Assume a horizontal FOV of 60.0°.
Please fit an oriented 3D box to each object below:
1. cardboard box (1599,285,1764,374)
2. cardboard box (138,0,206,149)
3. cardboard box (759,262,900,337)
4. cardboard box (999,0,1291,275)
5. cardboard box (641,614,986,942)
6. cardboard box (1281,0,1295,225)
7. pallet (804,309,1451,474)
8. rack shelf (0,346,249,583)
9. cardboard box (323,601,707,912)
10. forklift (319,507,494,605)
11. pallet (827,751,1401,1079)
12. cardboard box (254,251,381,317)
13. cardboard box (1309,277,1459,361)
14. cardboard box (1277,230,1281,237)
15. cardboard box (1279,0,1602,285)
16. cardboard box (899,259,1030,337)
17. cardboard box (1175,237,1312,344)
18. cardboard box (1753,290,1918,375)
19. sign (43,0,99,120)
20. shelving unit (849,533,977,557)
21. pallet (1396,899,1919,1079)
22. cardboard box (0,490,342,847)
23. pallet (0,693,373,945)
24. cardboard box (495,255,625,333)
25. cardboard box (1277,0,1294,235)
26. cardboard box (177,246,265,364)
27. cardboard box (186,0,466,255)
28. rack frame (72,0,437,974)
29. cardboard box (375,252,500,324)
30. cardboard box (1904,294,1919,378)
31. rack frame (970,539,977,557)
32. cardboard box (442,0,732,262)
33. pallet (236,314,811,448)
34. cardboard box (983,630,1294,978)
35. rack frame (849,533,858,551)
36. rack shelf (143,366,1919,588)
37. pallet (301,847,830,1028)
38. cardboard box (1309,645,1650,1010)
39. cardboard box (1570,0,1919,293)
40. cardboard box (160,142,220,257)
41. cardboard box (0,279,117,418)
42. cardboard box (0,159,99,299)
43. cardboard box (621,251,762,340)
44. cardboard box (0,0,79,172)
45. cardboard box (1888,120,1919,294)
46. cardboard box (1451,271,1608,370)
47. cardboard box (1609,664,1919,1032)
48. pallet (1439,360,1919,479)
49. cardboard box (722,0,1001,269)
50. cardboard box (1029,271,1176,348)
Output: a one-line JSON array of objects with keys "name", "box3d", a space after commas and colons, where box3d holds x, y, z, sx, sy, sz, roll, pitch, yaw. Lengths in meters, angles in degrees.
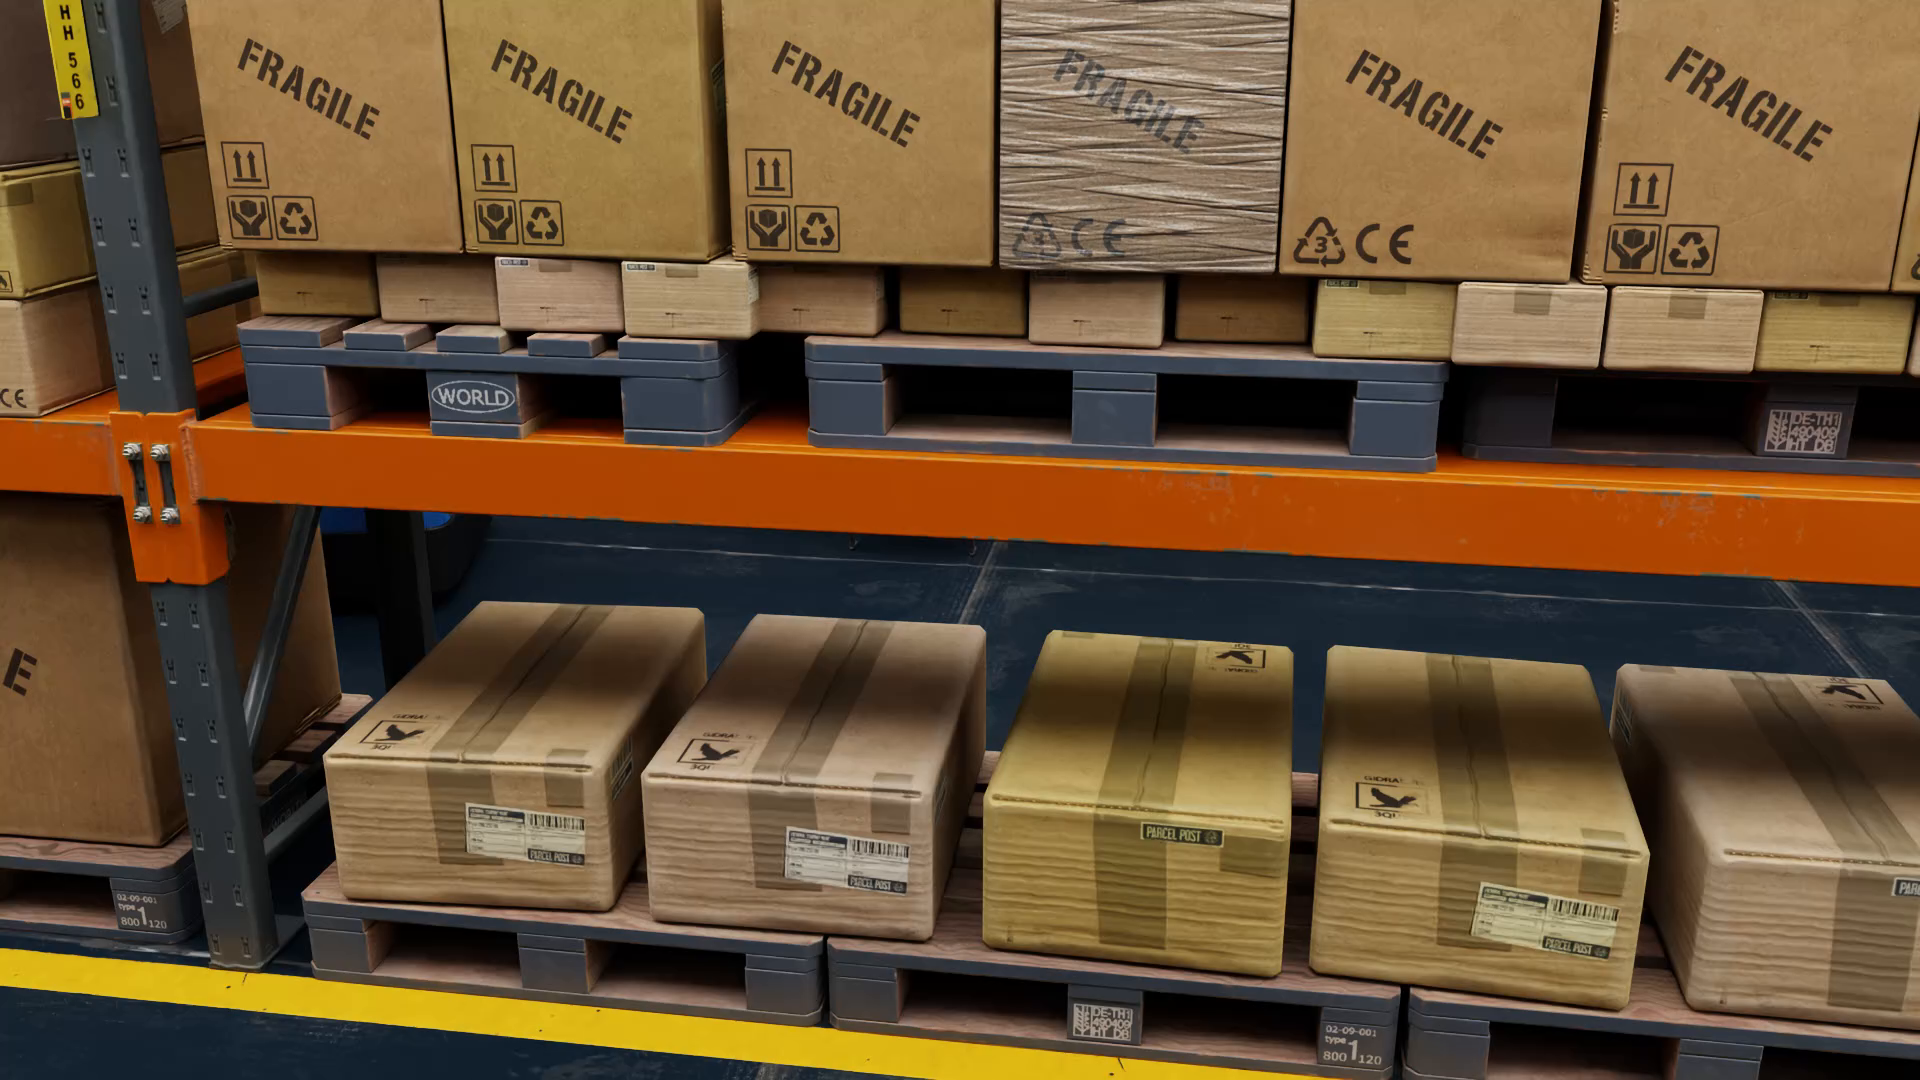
[{"name": "cardboard box", "box3d": [1.288, -0.424, 3.076, 0.250, 0.149, 0.380, 3, 19, 8]}, {"name": "cardboard box", "box3d": [-2.040, -1.208, 3.952, 0.500, 0.500, 0.500, 2, 19, 7]}, {"name": "cardboard box", "box3d": [-0.245, -0.529, 3.392, 0.250, 0.149, 0.380, 4, 19, 12]}, {"name": "cardboard box", "box3d": [0.350, -0.801, 3.182, 0.500, 0.500, 0.500, 2, 19, 7]}, {"name": "cardboard box", "box3d": [-0.305, 0.528, 3.976, 0.625, 0.372, 0.950, 3, 19, 8]}, {"name": "cardboard box", "box3d": [0.960, -0.939, 3.593, 0.500, 0.500, 0.500, 3, 19, 8]}, {"name": "pallet", "box3d": [0.370, -0.407, 3.595, 1.213, 0.211, 1.003, 3, 19, 9]}, {"name": "rack shelf", "box3d": [-3.566, -0.344, 4.239, 4.000, 0.370, 1.077, 3, 19, 9]}, {"name": "cardboard box", "box3d": [-1.035, 0.494, 4.080, 0.625, 0.372, 0.950, 2, 19, 5]}, {"name": "forklift", "box3d": [-3.391, -1.245, 5.904, 3.031, 2.935, 1.130, -2, 19, -6]}, {"name": "pallet", "box3d": [0.381, 0.839, 3.962, 1.213, 0.211, 1.003, 3, 19, 9]}, {"name": "cardboard box", "box3d": [-1.300, -0.590, 3.574, 0.250, 0.149, 0.380, 2, 19, 5]}, {"name": "cardboard box", "box3d": [0.801, -0.459, 3.181, 0.250, 0.149, 0.380, 3, 19, 9]}, {"name": "cardboard box", "box3d": [0.834, -0.635, 3.708, 0.250, 0.149, 0.380, 3, 19, 9]}, {"name": "cardboard box", "box3d": [0.867, -0.775, 3.104, 0.500, 0.500, 0.500, 4, 19, 11]}, {"name": "cardboard box", "box3d": [0.040, -0.527, 3.386, 0.250, 0.149, 0.380, 4, 19, 11]}, {"name": "cardboard box", "box3d": [0.557, -0.504, 3.317, 0.250, 0.149, 0.380, 2, 19, 7]}, {"name": "cardboard box", "box3d": [1.549, -0.422, 3.070, 0.250, 0.149, 0.380, 2, 19, 7]}, {"name": "sign", "box3d": [-1.676, -0.960, 3.120, 0.005, 0.325, 0.100, 3, 19, 9]}, {"name": "shelving unit", "box3d": [-0.163, -1.004, 6.495, 0.503, 2.100, 0.431, 3, 19, 9]}, {"name": "pallet", "box3d": [1.589, 0.900, 3.780, 1.213, 0.211, 1.003, 3, 19, 9]}, {"name": "cardboard box", "box3d": [-2.260, 0.163, 4.276, 0.875, 0.875, 0.875, 3, 19, 8]}, {"name": "pallet", "box3d": [-2.358, 0.674, 4.455, 1.213, 0.211, 1.003, 3, 19, 9]}, {"name": "cardboard box", "box3d": [-0.763, -0.537, 3.416, 0.250, 0.149, 0.380, 2, 19, 5]}, {"name": "cardboard box", "box3d": [0.451, -0.961, 3.661, 0.500, 0.500, 0.500, 2, 19, 6]}, {"name": "cardboard box", "box3d": [-2.035, -0.617, 4.157, 0.500, 0.250, 0.500, 3, 19, 8]}, {"name": "cardboard box", "box3d": [-1.184, -0.877, 3.410, 0.500, 0.500, 0.500, 2, 19, 7]}, {"name": "rack frame", "box3d": [-1.591, -0.585, 3.824, 0.127, 3.000, 1.000, 3, 19, 9]}, {"name": "cardboard box", "box3d": [-1.026, -0.566, 3.500, 0.250, 0.149, 0.380, 2, 19, 5]}, {"name": "cardboard box", "box3d": [1.806, -0.403, 3.014, 0.250, 0.149, 0.380, 3, 19, 9]}, {"name": "rack frame", "box3d": [0.077, -0.992, 6.458, 0.015, 2.100, 0.400, 3, 19, 9]}, {"name": "cardboard box", "box3d": [-0.668, -0.853, 3.338, 0.500, 0.500, 0.500, 4, 19, 11]}, {"name": "pallet", "box3d": [-0.871, -0.491, 3.847, 1.003, 0.211, 1.213, 3, 19, 9]}, {"name": "cardboard box", "box3d": [0.443, 0.568, 3.857, 0.625, 0.372, 0.950, 4, 19, 10]}, {"name": "rack frame", "box3d": [-0.404, -1.016, 6.532, 0.015, 2.100, 0.400, 3, 19, 9]}, {"name": "rack shelf", "box3d": [0.383, -0.143, 3.637, 4.000, 0.370, 1.077, 3, 19, 9]}, {"name": "pallet", "box3d": [-0.820, 0.777, 4.147, 1.213, 0.211, 1.003, 3, 19, 9]}, {"name": "cardboard box", "box3d": [1.129, 0.603, 3.754, 0.625, 0.372, 0.950, 4, 19, 12]}, {"name": "cardboard box", "box3d": [1.376, -0.747, 3.020, 0.500, 0.500, 0.500, 3, 19, 9]}, {"name": "cardboard box", "box3d": [-2.053, -0.854, 4.076, 0.500, 0.250, 0.500, 3, 19, 8]}, {"name": "cardboard box", "box3d": [-2.132, -0.458, 3.680, 0.500, 0.250, 0.500, 2, 19, 7]}, {"name": "cardboard box", "box3d": [-2.110, -0.696, 3.603, 0.500, 0.250, 0.500, 3, 19, 8]}, {"name": "cardboard box", "box3d": [-0.495, -0.517, 3.355, 0.250, 0.149, 0.380, 3, 19, 9]}, {"name": "cardboard box", "box3d": [-2.143, -1.051, 3.482, 0.500, 0.500, 0.500, 2, 19, 7]}, {"name": "cardboard box", "box3d": [1.865, -0.723, 2.947, 0.500, 0.500, 0.500, 3, 19, 8]}, {"name": "cardboard box", "box3d": [1.036, -0.435, 3.111, 0.250, 0.149, 0.380, 3, 19, 9]}, {"name": "cardboard box", "box3d": [1.840, 0.638, 3.649, 0.625, 0.372, 0.950, 3, 19, 9]}, {"name": "pallet", "box3d": [1.626, -0.377, 3.504, 1.213, 0.211, 1.003, 3, 19, 9]}, {"name": "cardboard box", "box3d": [-0.143, -0.829, 3.264, 0.500, 0.500, 0.500, 3, 19, 10]}, {"name": "cardboard box", "box3d": [0.288, -0.494, 3.285, 0.250, 0.149, 0.380, 4, 19, 10]}]
